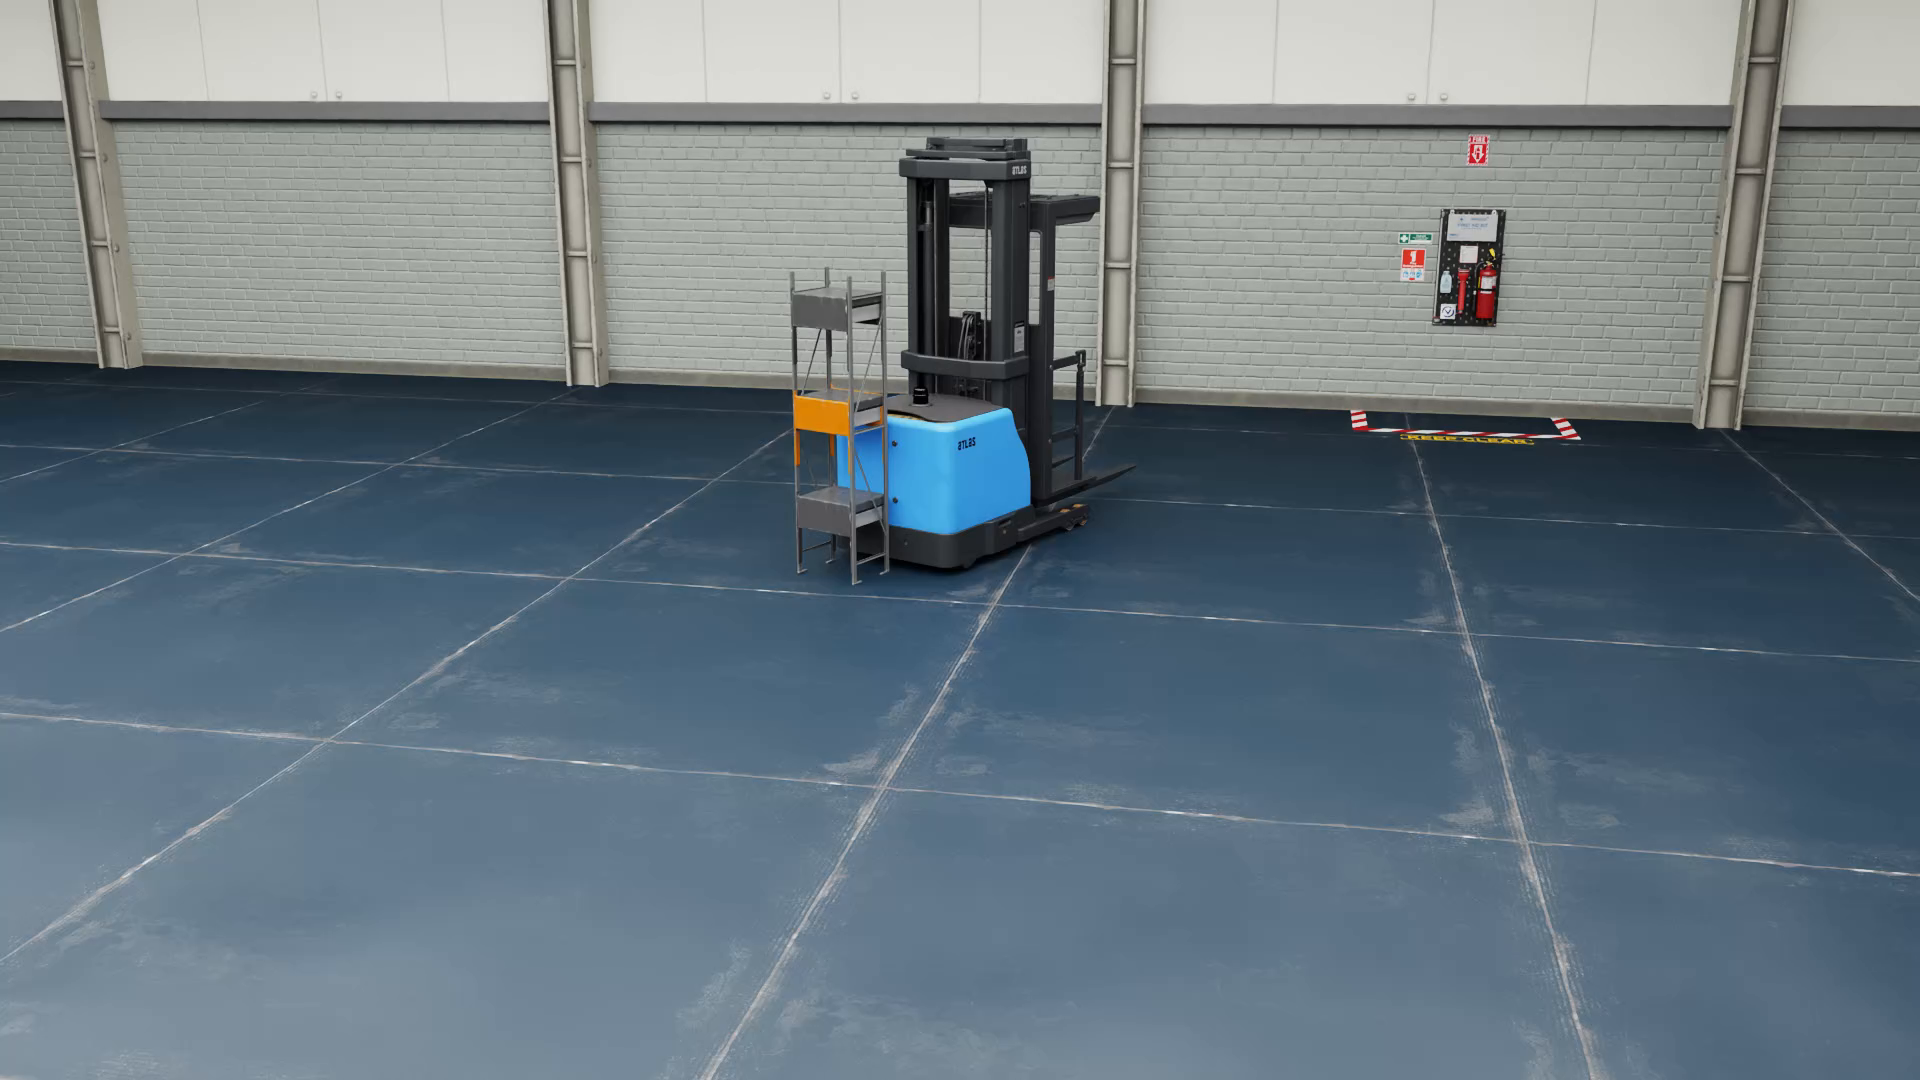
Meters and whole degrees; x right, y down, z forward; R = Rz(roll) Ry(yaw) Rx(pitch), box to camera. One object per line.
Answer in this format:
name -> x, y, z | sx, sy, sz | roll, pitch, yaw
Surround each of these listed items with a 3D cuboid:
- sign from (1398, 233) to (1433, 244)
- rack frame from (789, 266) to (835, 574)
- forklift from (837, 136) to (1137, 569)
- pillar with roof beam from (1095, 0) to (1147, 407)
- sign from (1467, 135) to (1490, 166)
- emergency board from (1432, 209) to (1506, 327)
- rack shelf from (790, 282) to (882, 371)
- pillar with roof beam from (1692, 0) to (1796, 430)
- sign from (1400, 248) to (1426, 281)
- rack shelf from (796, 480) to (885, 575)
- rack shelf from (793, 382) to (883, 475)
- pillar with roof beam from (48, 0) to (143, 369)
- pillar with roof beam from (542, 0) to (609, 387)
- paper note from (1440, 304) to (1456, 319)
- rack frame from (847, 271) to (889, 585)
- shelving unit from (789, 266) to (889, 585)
sign -> 4.606, -3.048, 16.817 | 0.331, 0.109, 0.001 | 3, 16, 11
rack frame -> -1.017, -0.820, 11.519 | 0.015, 2.100, 0.400 | 11, 19, 34
forklift -> 0.355, -1.550, 12.597 | 1.130, 2.935, 3.031 | 10, 19, 33
pillar with roof beam -> 0.801, -4.664, 12.474 | 0.400, 9.000, 9.100 | 3, 16, 11
sign -> 5.137, -3.865, 16.485 | 0.199, 0.298, 0.001 | 3, 16, 11
emergency board -> 5.125, -2.722, 16.699 | 0.643, 1.169, 0.194 | 3, 16, 11
rack shelf -> -0.817, -1.444, 11.201 | 0.480, 0.518, 0.431 | 11, 19, 34
pillar with roof beam -> 6.681, -4.345, 11.322 | 0.400, 9.000, 9.100 | 3, 16, 11
sign -> 4.604, -2.795, 16.897 | 0.234, 0.329, 0.001 | 3, 16, 11
rack shelf -> -0.817, -0.095, 11.575 | 0.480, 0.518, 0.431 | 11, 19, 34
rack shelf -> -0.817, -0.769, 11.388 | 0.480, 0.518, 0.431 | 11, 19, 34
pillar with roof beam -> -10.958, -5.303, 14.778 | 0.400, 9.000, 9.100 | 3, 16, 11
pillar with roof beam -> -5.078, -4.984, 13.626 | 0.400, 9.000, 9.100 | 3, 16, 11
paper note -> 4.965, -2.325, 16.915 | 0.142, 0.148, 0.016 | 3, 16, 11
rack frame -> -0.617, -0.745, 11.249 | 0.015, 2.100, 0.400 | 11, 19, 34
shelving unit -> -0.817, -0.783, 11.384 | 0.503, 2.100, 0.431 | 11, 19, 34
